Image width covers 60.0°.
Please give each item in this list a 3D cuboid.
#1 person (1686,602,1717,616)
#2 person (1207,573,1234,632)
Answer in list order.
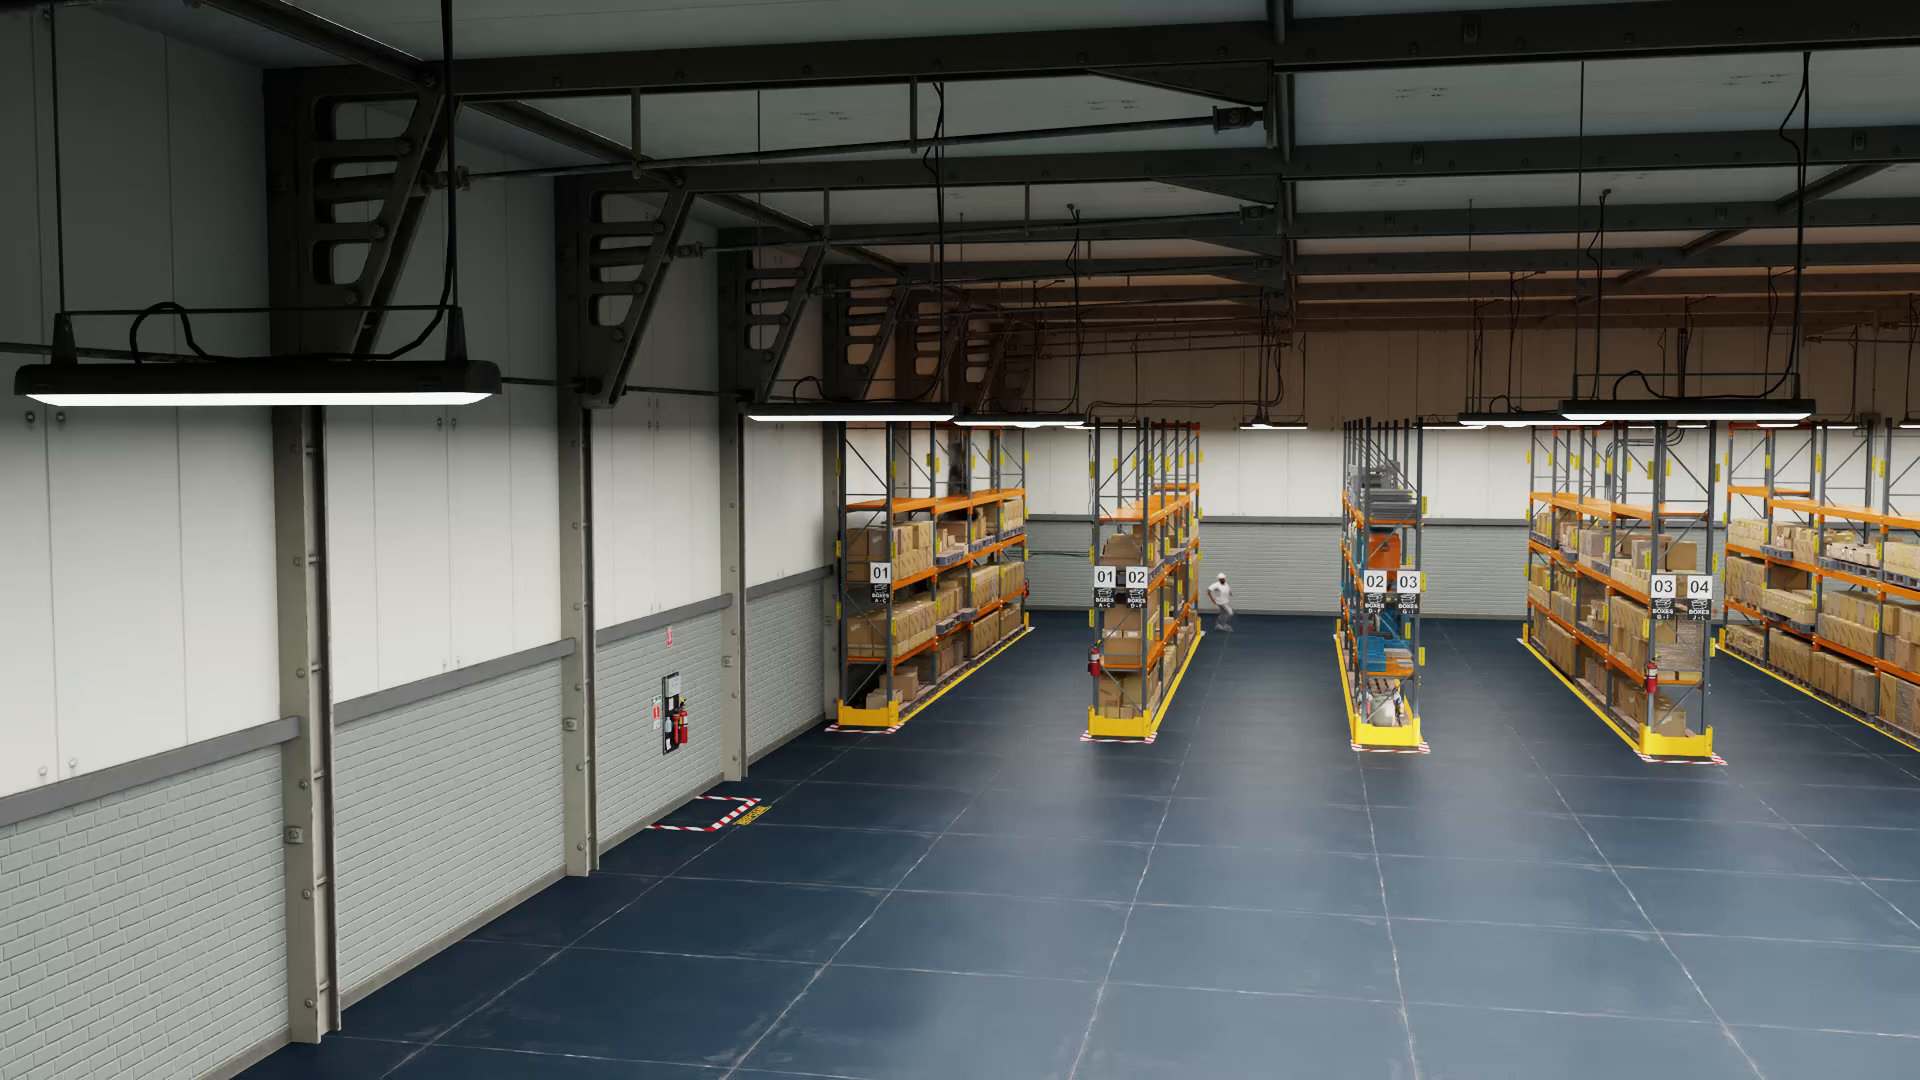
[{"bbox_3d":[18.598,2.188,41.738,0.652,1.748,0.976,0,4,4],"label":"person"},{"bbox_3d":[7.502,1.802,47.674,0.736,1.732,0.805,3,5,41],"label":"person"}]
